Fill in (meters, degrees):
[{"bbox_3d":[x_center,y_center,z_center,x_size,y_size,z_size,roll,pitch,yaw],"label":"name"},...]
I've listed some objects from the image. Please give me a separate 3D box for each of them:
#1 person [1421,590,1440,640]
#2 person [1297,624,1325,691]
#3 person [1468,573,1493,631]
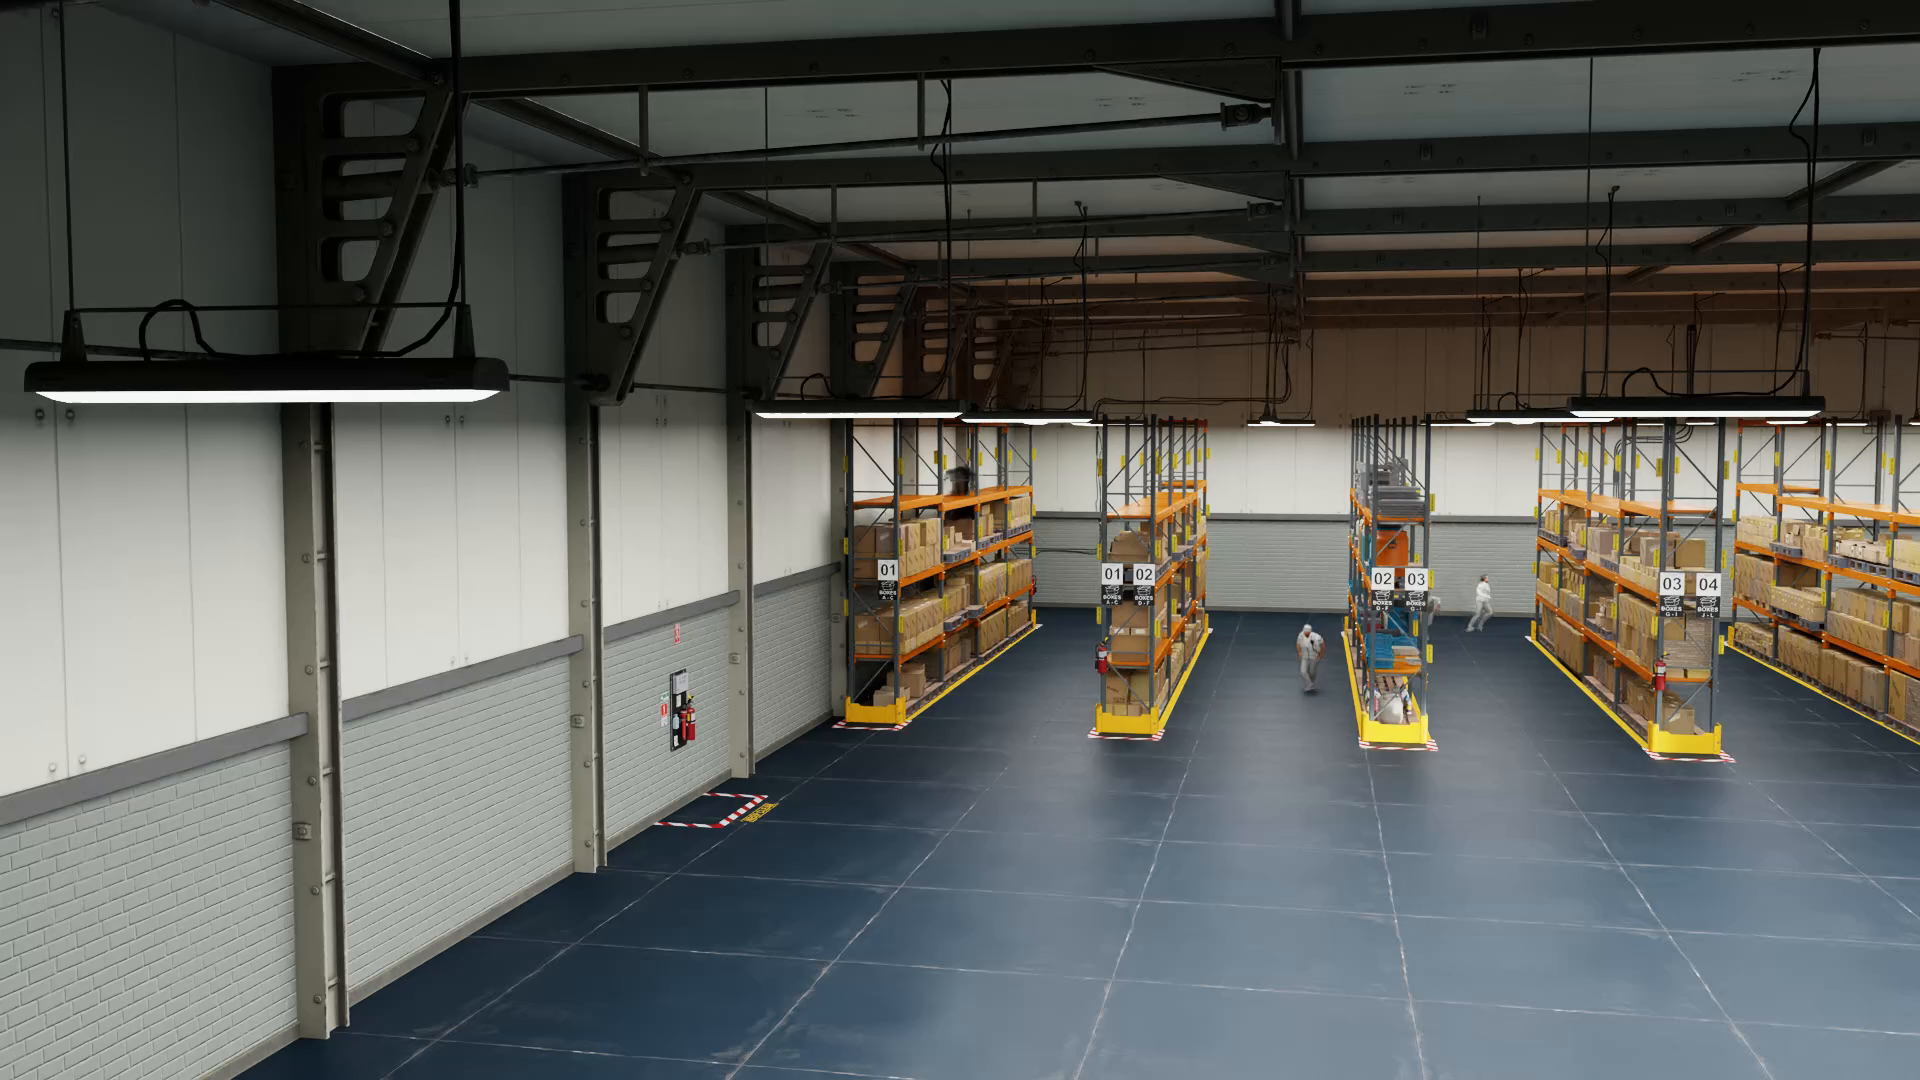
[{"bbox_3d":[12.608,2.030,44.690,0.577,1.433,0.814,1,4,16],"label":"person"},{"bbox_3d":[7.678,2.563,36.370,0.621,1.495,0.895,2,4,24],"label":"person"},{"bbox_3d":[14.857,1.760,47.282,0.651,1.629,0.701,4,5,43],"label":"person"}]
